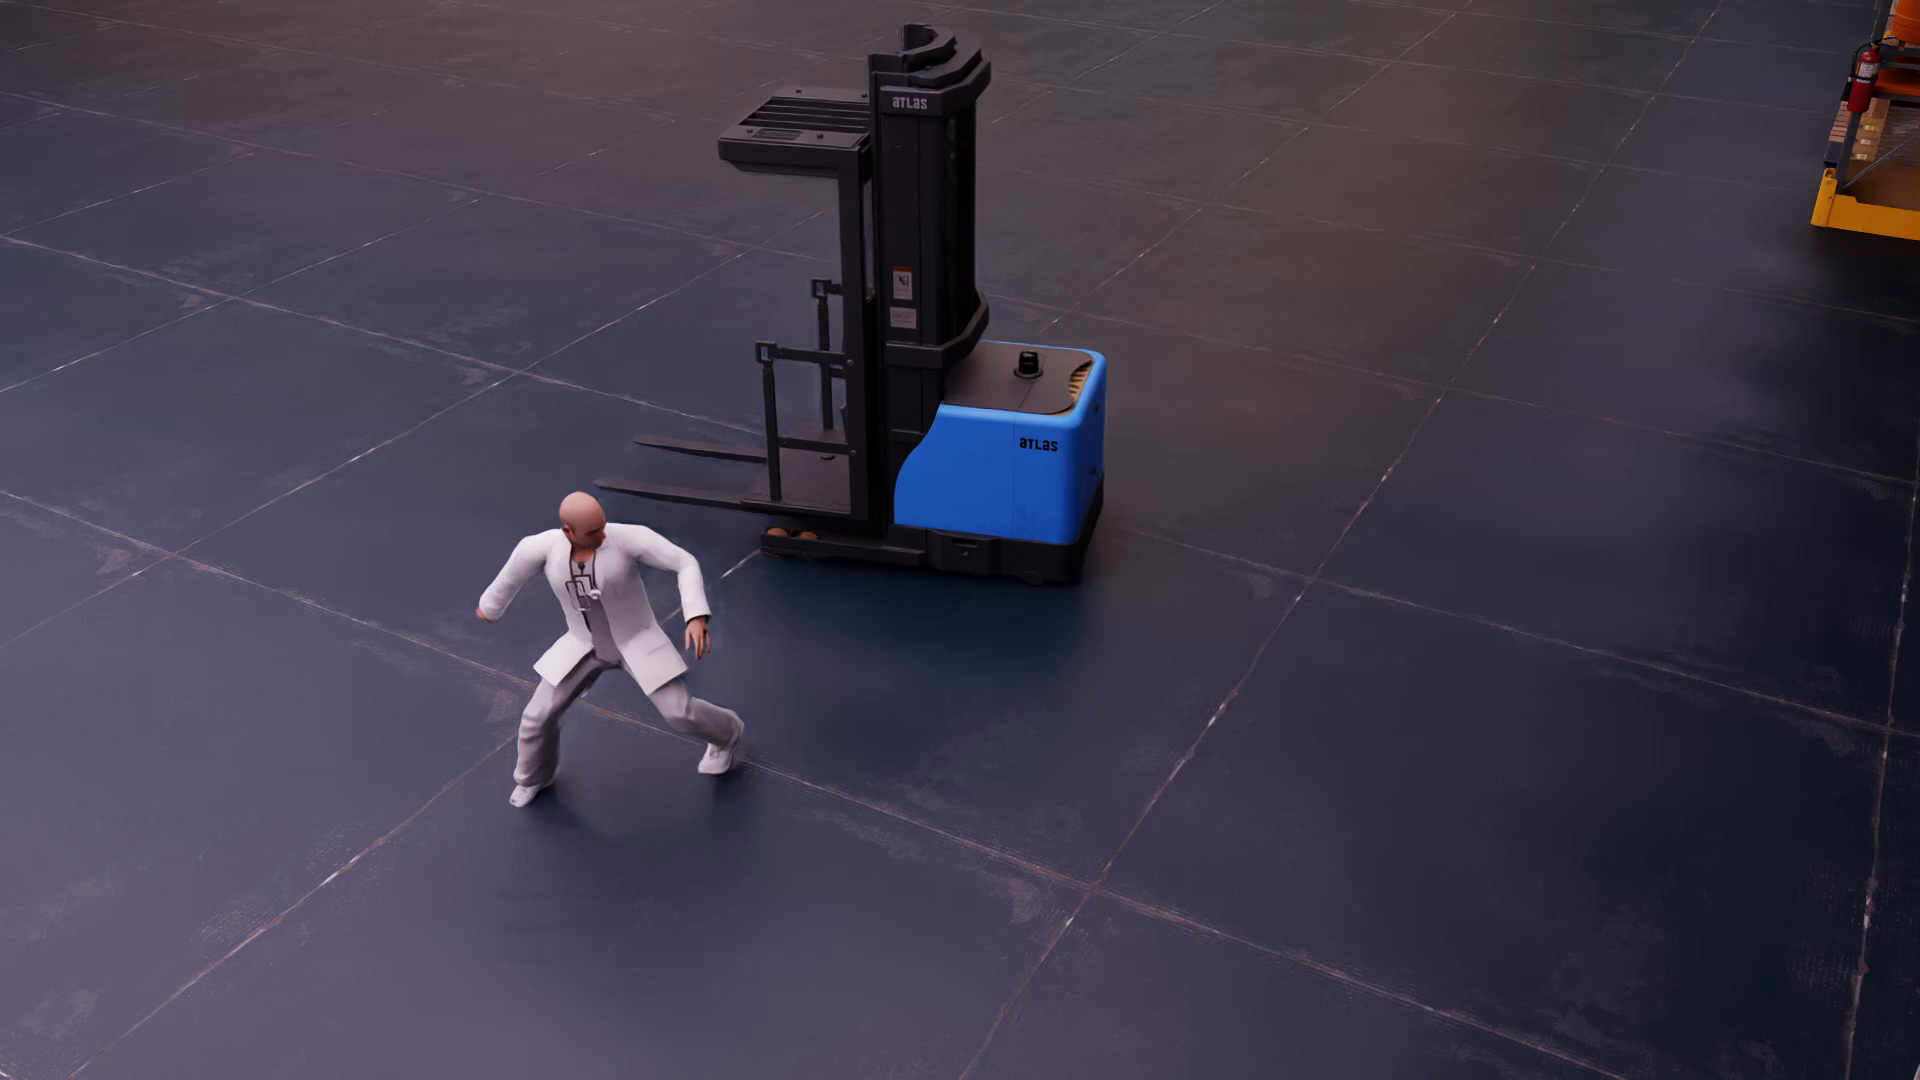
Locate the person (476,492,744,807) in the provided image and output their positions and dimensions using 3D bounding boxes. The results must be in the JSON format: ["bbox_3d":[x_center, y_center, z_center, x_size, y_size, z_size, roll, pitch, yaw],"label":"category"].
[{"bbox_3d":[-1.678,0.493,7.630,1.218,1.703,0.605,3,30,5],"label":"person"}]

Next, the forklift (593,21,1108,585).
[{"bbox_3d":[-0.693,-1.396,9.489,3.031,2.935,1.130,7,31,12],"label":"forklift"}]
